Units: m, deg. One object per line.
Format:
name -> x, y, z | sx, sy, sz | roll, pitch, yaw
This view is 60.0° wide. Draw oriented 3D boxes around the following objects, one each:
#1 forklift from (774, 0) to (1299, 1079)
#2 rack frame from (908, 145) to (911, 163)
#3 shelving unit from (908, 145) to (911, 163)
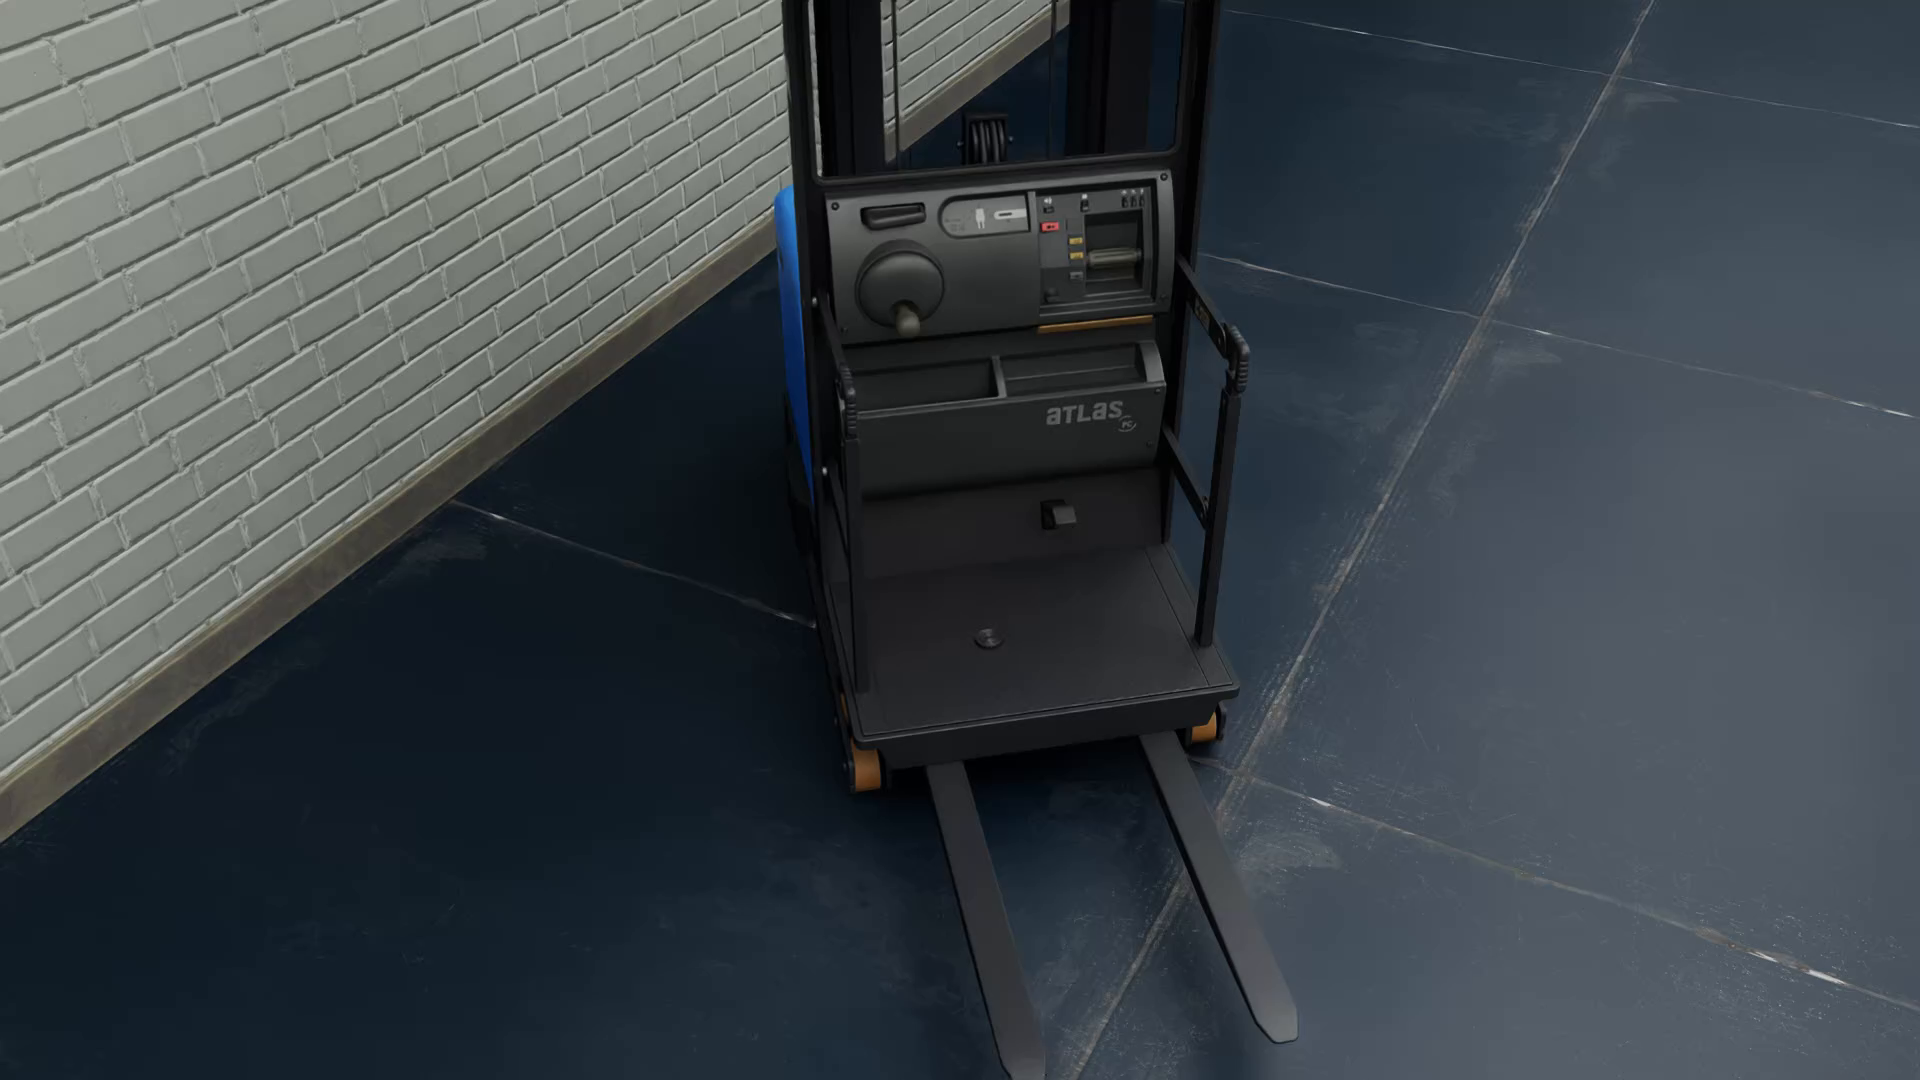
forklift -> 0.159, -0.689, 4.234 | 1.130, 2.935, 3.031 | -7, 38, -9
rack frame -> -0.157, -0.911, 6.082 | 0.008, 1.050, 0.200 | -7, 38, -10
shelving unit -> -0.277, -0.895, 6.061 | 0.252, 1.050, 0.215 | -7, 38, -10
